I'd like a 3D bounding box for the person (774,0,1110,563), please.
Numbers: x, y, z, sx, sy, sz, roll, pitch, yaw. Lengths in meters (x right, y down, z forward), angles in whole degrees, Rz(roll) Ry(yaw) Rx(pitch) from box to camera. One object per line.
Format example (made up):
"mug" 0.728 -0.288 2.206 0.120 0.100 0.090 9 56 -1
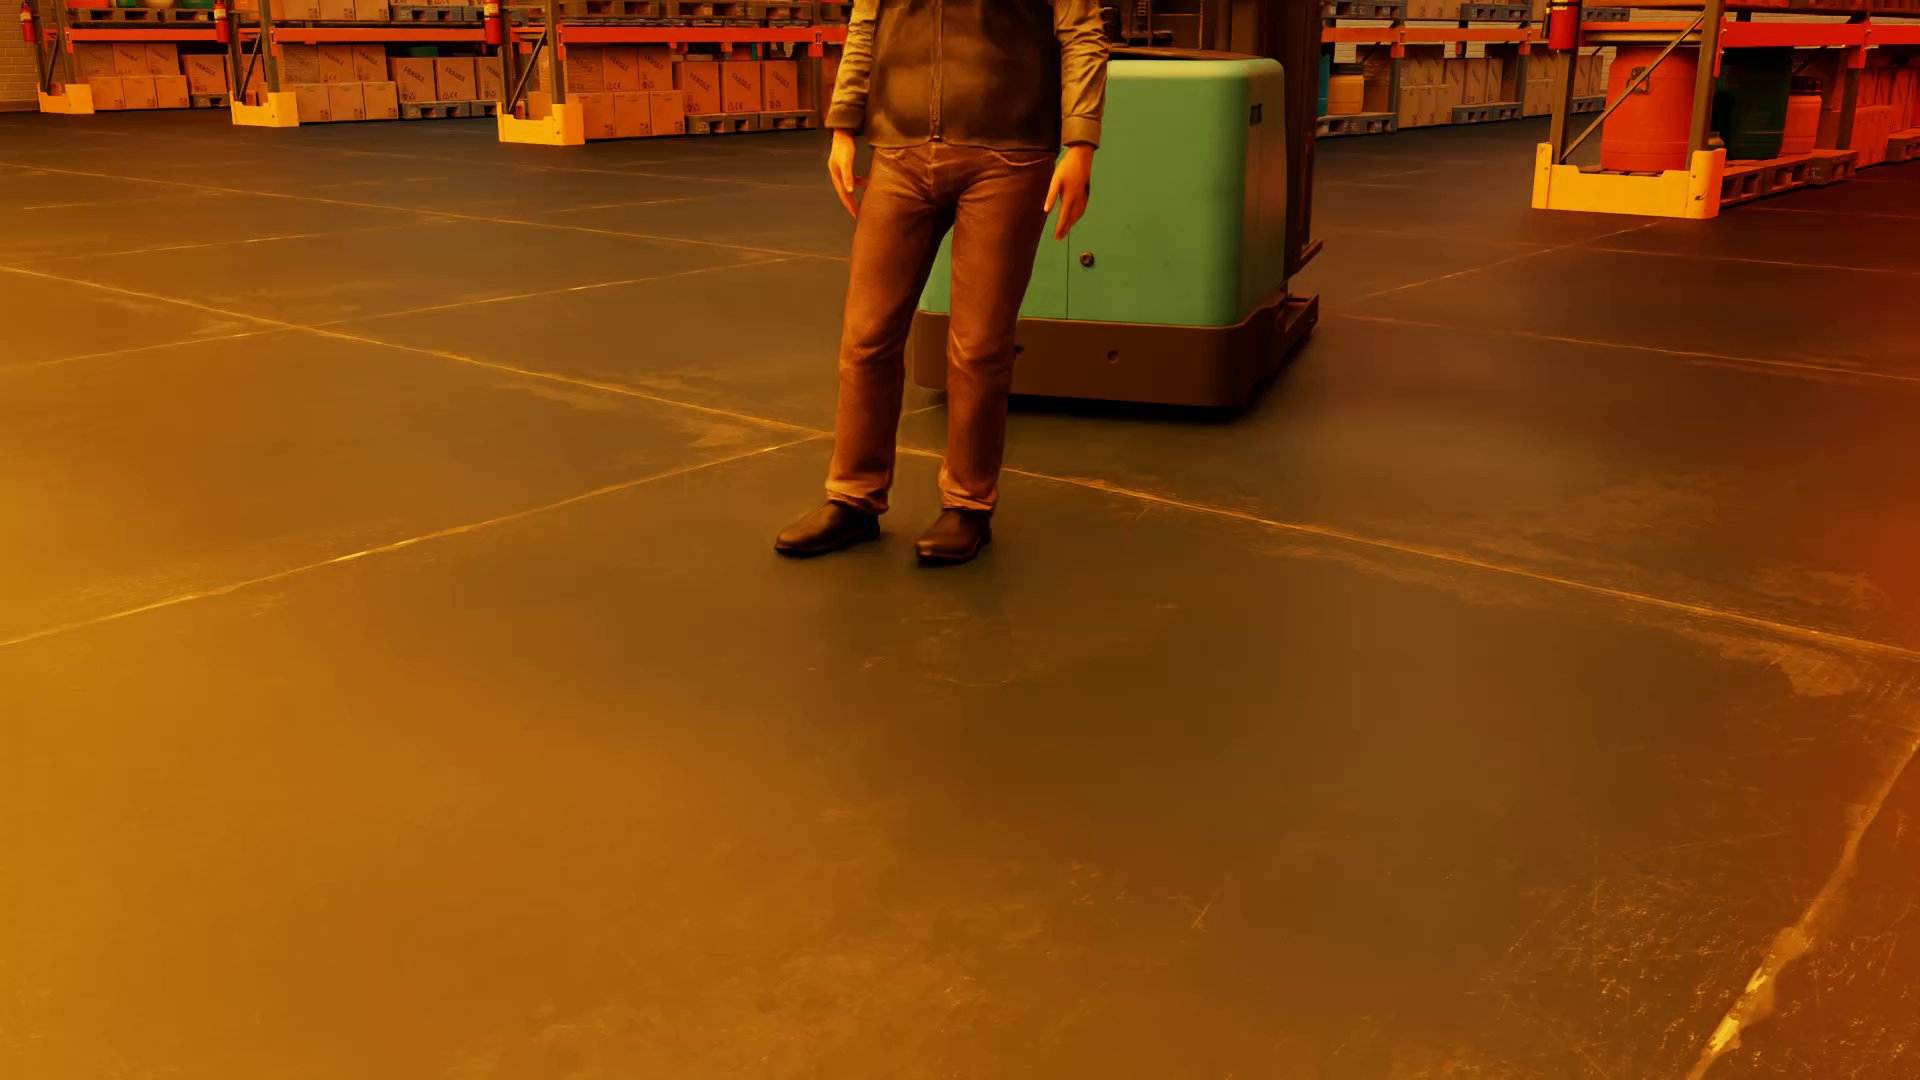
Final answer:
"person" -0.034 -0.813 3.664 0.698 1.719 0.476 6 18 19

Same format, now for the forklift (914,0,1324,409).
"forklift" 0.800 -2.192 6.117 1.130 2.935 3.031 5 18 17
